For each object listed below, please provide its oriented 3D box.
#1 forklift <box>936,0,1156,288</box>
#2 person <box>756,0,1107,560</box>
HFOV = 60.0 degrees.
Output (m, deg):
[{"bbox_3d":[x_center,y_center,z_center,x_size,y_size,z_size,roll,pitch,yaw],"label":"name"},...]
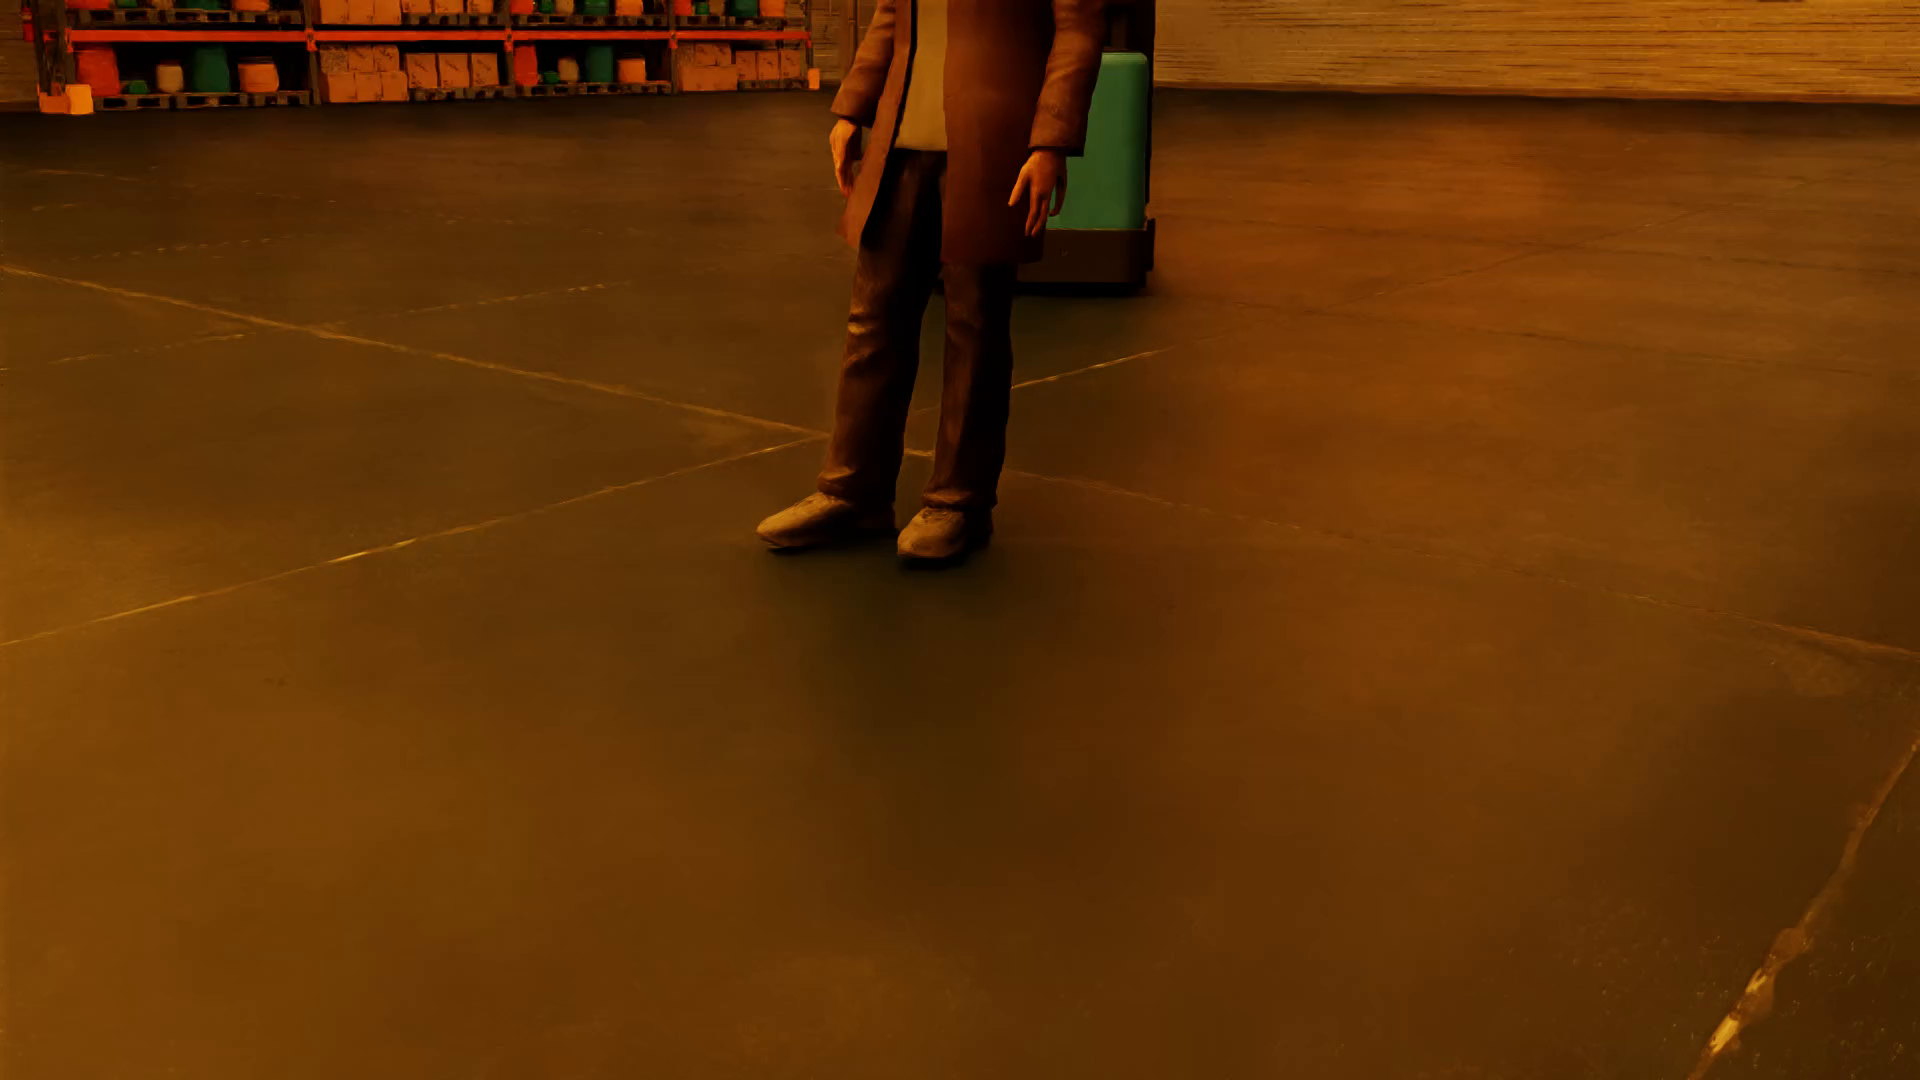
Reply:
[{"bbox_3d":[0.469,-2.945,8.595,1.130,2.935,3.031,2,17,6],"label":"forklift"},{"bbox_3d":[-0.062,-0.838,3.617,0.694,1.776,0.580,13,21,37],"label":"person"}]
